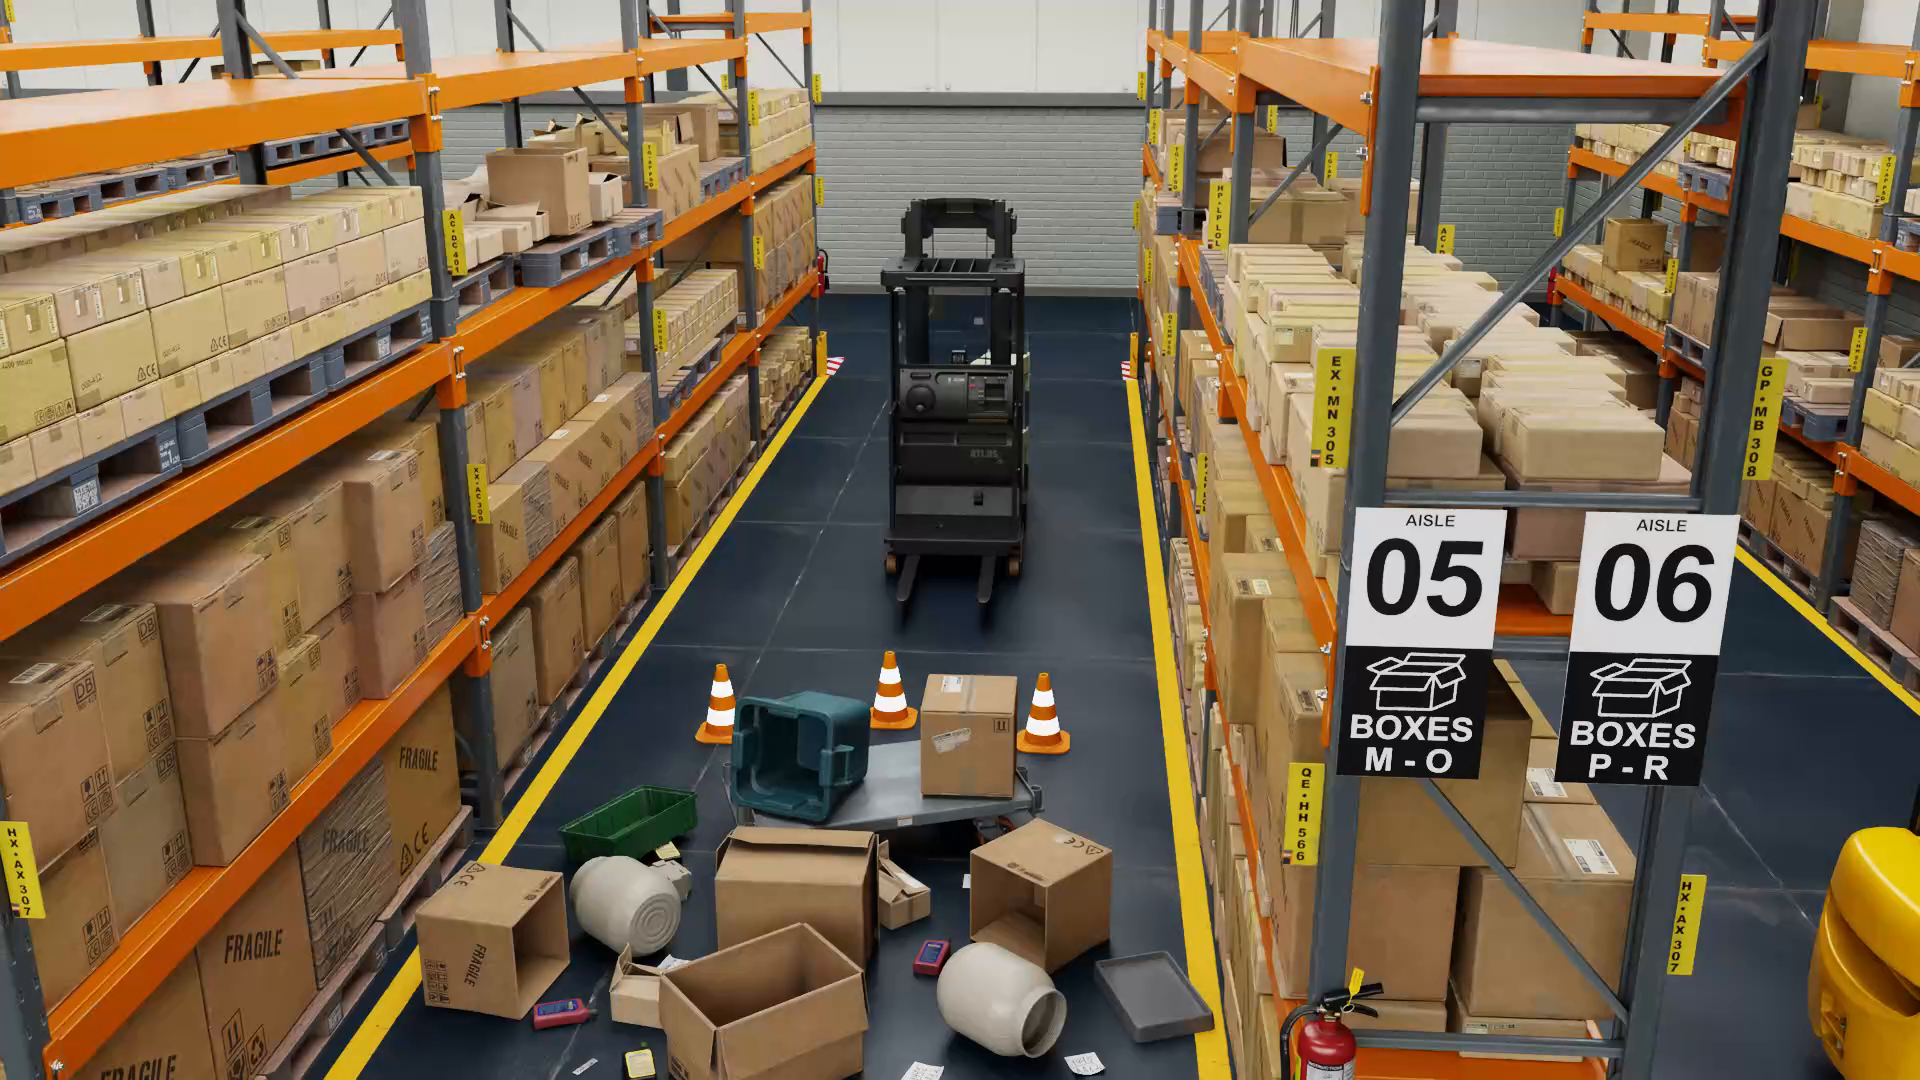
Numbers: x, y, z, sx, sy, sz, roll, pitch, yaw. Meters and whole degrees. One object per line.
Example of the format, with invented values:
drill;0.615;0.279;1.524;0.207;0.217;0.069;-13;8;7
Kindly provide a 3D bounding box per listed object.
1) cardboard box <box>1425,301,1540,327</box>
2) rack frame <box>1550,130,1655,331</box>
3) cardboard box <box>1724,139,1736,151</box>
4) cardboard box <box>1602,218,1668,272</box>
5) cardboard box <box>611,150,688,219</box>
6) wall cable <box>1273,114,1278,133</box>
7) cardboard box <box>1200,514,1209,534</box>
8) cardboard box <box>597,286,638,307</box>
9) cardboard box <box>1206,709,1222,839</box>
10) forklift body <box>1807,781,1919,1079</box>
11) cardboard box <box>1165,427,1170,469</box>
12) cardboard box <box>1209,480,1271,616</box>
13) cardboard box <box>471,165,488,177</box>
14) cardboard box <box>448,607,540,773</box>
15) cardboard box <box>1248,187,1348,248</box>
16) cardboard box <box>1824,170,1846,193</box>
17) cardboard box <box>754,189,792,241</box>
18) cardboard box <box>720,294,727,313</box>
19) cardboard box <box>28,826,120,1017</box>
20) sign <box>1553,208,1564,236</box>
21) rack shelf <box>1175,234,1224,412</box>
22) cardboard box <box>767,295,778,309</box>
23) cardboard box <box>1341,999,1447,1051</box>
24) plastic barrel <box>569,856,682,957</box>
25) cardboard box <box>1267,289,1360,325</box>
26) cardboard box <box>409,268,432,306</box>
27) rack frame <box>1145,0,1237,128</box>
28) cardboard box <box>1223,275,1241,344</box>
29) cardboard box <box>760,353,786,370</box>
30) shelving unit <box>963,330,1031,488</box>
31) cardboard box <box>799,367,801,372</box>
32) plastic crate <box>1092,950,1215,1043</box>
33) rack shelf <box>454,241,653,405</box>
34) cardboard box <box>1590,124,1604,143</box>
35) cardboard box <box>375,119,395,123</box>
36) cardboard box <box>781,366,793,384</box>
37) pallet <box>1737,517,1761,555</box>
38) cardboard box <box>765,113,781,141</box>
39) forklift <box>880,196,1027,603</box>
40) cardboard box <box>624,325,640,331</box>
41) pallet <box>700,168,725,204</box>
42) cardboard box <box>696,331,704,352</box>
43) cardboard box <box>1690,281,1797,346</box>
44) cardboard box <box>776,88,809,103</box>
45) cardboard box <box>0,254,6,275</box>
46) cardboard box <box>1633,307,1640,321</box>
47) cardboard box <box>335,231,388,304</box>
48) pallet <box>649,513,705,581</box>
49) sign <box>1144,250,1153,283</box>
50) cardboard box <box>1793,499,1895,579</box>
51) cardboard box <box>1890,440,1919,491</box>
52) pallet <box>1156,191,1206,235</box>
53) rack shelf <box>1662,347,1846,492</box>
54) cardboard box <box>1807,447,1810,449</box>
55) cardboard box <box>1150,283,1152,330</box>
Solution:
cardboard box;2.012;-0.826;6.433;0.380;0.149;0.250;2;18;5
rack frame;7.645;-3.346;19.816;1.000;3.000;0.127;1;18;4
cardboard box;6.898;-3.472;14.475;0.380;0.149;0.250;1;18;3
cardboard box;7.236;-3.171;17.843;0.500;0.500;0.500;2;18;5
cardboard box;-2.490;-2.849;13.324;0.500;0.500;0.500;1;18;4
wall cable;4.490;-5.662;25.253;0.588;1.984;0.122;1;18;4
cardboard box;1.614;-0.137;9.752;0.380;0.149;0.250;1;18;3
cardboard box;-3.098;-2.219;15.153;0.380;0.149;0.250;1;18;3
cardboard box;1.522;1.200;8.481;0.500;0.500;0.500;2;18;7
forklift body;4.814;1.397;6.704;2.313;2.155;1.214;1;18;4
cardboard box;2.442;-1.208;16.031;0.875;0.875;0.875;2;18;6
cardboard box;1.464;0.053;7.200;0.700;0.500;0.500;1;18;3
cardboard box;-3.096;-2.460;11.604;0.500;0.311;0.500;1;18;4
cardboard box;-3.157;0.867;9.897;1.050;0.750;0.750;1;18;4
cardboard box;1.748;-1.702;8.747;0.500;0.250;0.500;2;18;5
cardboard box;6.913;-2.759;12.810;0.380;0.149;0.250;1;18;4
cardboard box;-2.135;-3.567;18.248;0.500;0.500;0.500;1;18;2
cardboard box;-2.408;-2.227;15.653;0.380;0.149;0.250;2;18;6
cardboard box;-3.417;1.247;5.558;0.875;0.550;0.550;1;18;4
sign;7.103;-3.769;19.718;0.100;0.325;0.005;1;18;4
rack shelf;1.976;-1.433;10.317;1.077;0.370;4.000;1;18;4
cardboard box;-2.171;-2.580;17.884;0.380;0.149;0.250;2;18;5
cardboard box;1.360;1.513;5.393;0.380;0.149;0.250;2;18;6
plastic barrel;-1.663;1.804;8.239;0.512;0.421;0.421;17;25;41
cardboard box;1.446;-0.917;6.710;0.380;0.149;0.250;1;18;3
cardboard box;-2.819;-1.240;8.142;0.380;0.149;0.250;1;18;4
rack frame;2.693;-6.306;19.216;1.000;3.000;0.127;1;18;4
cardboard box;1.529;-1.093;7.888;0.500;0.250;0.500;1;18;3
cardboard box;-2.169;-2.007;18.678;0.380;0.149;0.250;1;18;4
shelving unit;0.341;-1.124;15.443;0.431;1.500;0.755;6;19;18
cardboard box;-2.103;-2.049;19.762;0.380;0.149;0.250;1;18;4
plastic crate;0.903;2.129;7.799;0.402;0.080;0.583;-5;19;-15
rack shelf;-2.968;-1.512;10.558;1.077;0.370;4.000;1;18;4
cardboard box;7.324;-4.551;18.441;0.500;0.250;0.500;2;18;5
cardboard box;-7.175;-5.234;19.765;0.700;0.500;0.500;0;18;1
cardboard box;-2.093;-1.862;18.715;0.380;0.149;0.250;1;18;4
pallet;7.252;-0.145;14.526;1.003;0.211;1.213;1;18;4
cardboard box;-2.174;-4.338;17.467;0.500;0.250;0.500;2;18;5
forklift;-0.039;-1.197;13.369;1.130;2.935;3.031;1;18;3
cardboard box;-2.582;-1.635;13.370;0.380;0.149;0.250;1;18;2
pallet;-2.760;-3.117;14.601;1.213;0.211;1.003;1;18;4
cardboard box;-2.478;-1.757;14.697;0.380;0.149;0.250;1;18;2
cardboard box;7.063;-2.044;15.009;0.700;0.500;0.500;1;18;5
cardboard box;-1.982;-5.206;19.473;0.380;0.149;0.250;1;18;3
cardboard box;-3.639;-0.924;5.897;0.380;0.149;0.250;1;18;4
cardboard box;7.166;-2.332;17.126;0.380;0.149;0.250;2;18;5
cardboard box;-2.927;-1.234;7.483;0.500;0.250;0.500;1;18;4
pallet;-2.767;0.033;13.984;1.003;0.211;1.213;1;18;4
sign;1.853;-2.674;16.248;0.100;0.325;0.005;1;18;4
cardboard box;6.887;-0.009;12.972;0.500;0.500;0.500;2;18;6
cardboard box;6.754;-0.501;11.376;0.500;0.250;0.500;1;18;3
pallet;2.113;-2.507;12.744;1.213;0.211;1.003;2;18;6
rack shelf;7.214;-1.140;14.241;1.077;0.370;4.000;1;18;4
cardboard box;7.459;-0.739;14.158;0.380;0.149;0.250;1;18;4
cardboard box;2.185;-2.410;16.800;0.500;0.500;0.500;1;18;4
